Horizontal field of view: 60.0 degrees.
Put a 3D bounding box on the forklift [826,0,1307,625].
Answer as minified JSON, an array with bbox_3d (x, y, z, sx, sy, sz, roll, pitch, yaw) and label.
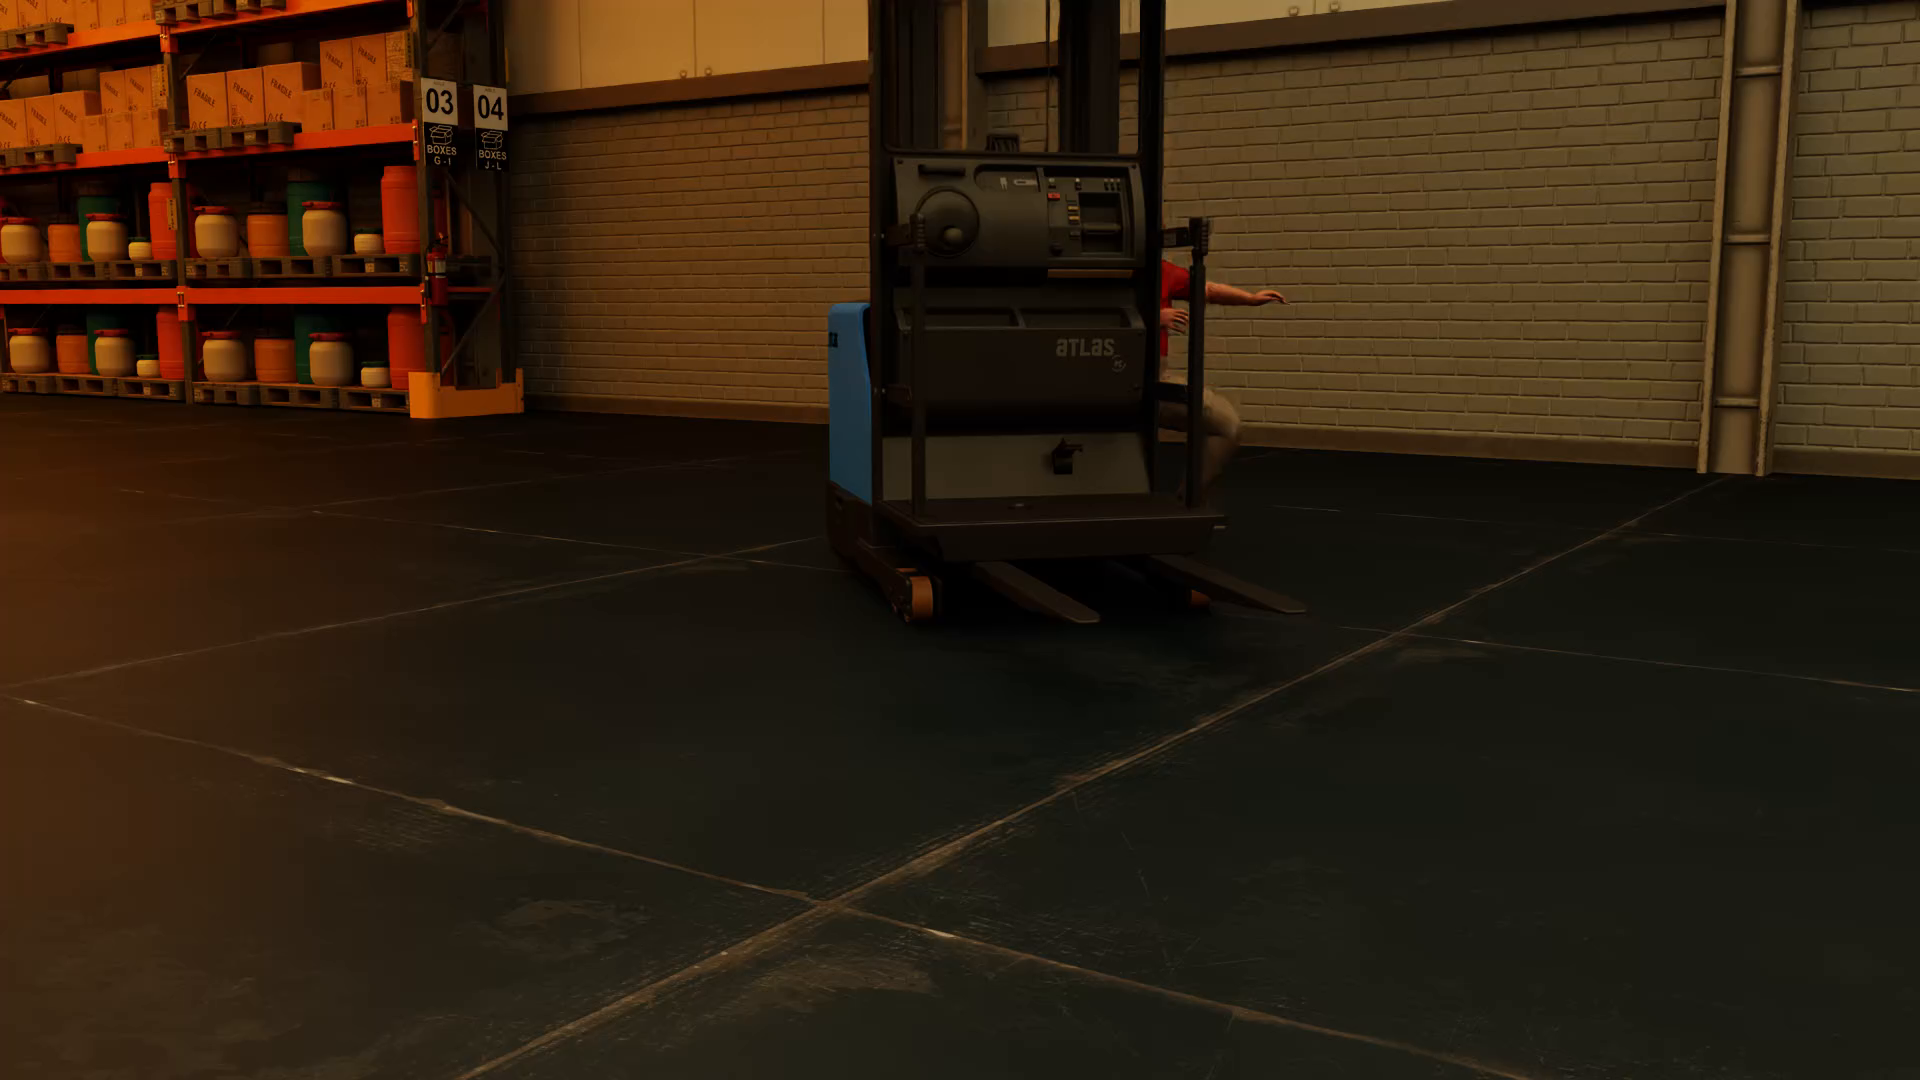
[{"bbox_3d":[0.274,-1.227,5.821,1.130,2.935,3.031,-2,8,-14],"label":"forklift"}]

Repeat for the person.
[{"bbox_3d":[0.890,-0.713,7.466,1.167,1.532,0.673,-6,10,-34],"label":"person"}]
